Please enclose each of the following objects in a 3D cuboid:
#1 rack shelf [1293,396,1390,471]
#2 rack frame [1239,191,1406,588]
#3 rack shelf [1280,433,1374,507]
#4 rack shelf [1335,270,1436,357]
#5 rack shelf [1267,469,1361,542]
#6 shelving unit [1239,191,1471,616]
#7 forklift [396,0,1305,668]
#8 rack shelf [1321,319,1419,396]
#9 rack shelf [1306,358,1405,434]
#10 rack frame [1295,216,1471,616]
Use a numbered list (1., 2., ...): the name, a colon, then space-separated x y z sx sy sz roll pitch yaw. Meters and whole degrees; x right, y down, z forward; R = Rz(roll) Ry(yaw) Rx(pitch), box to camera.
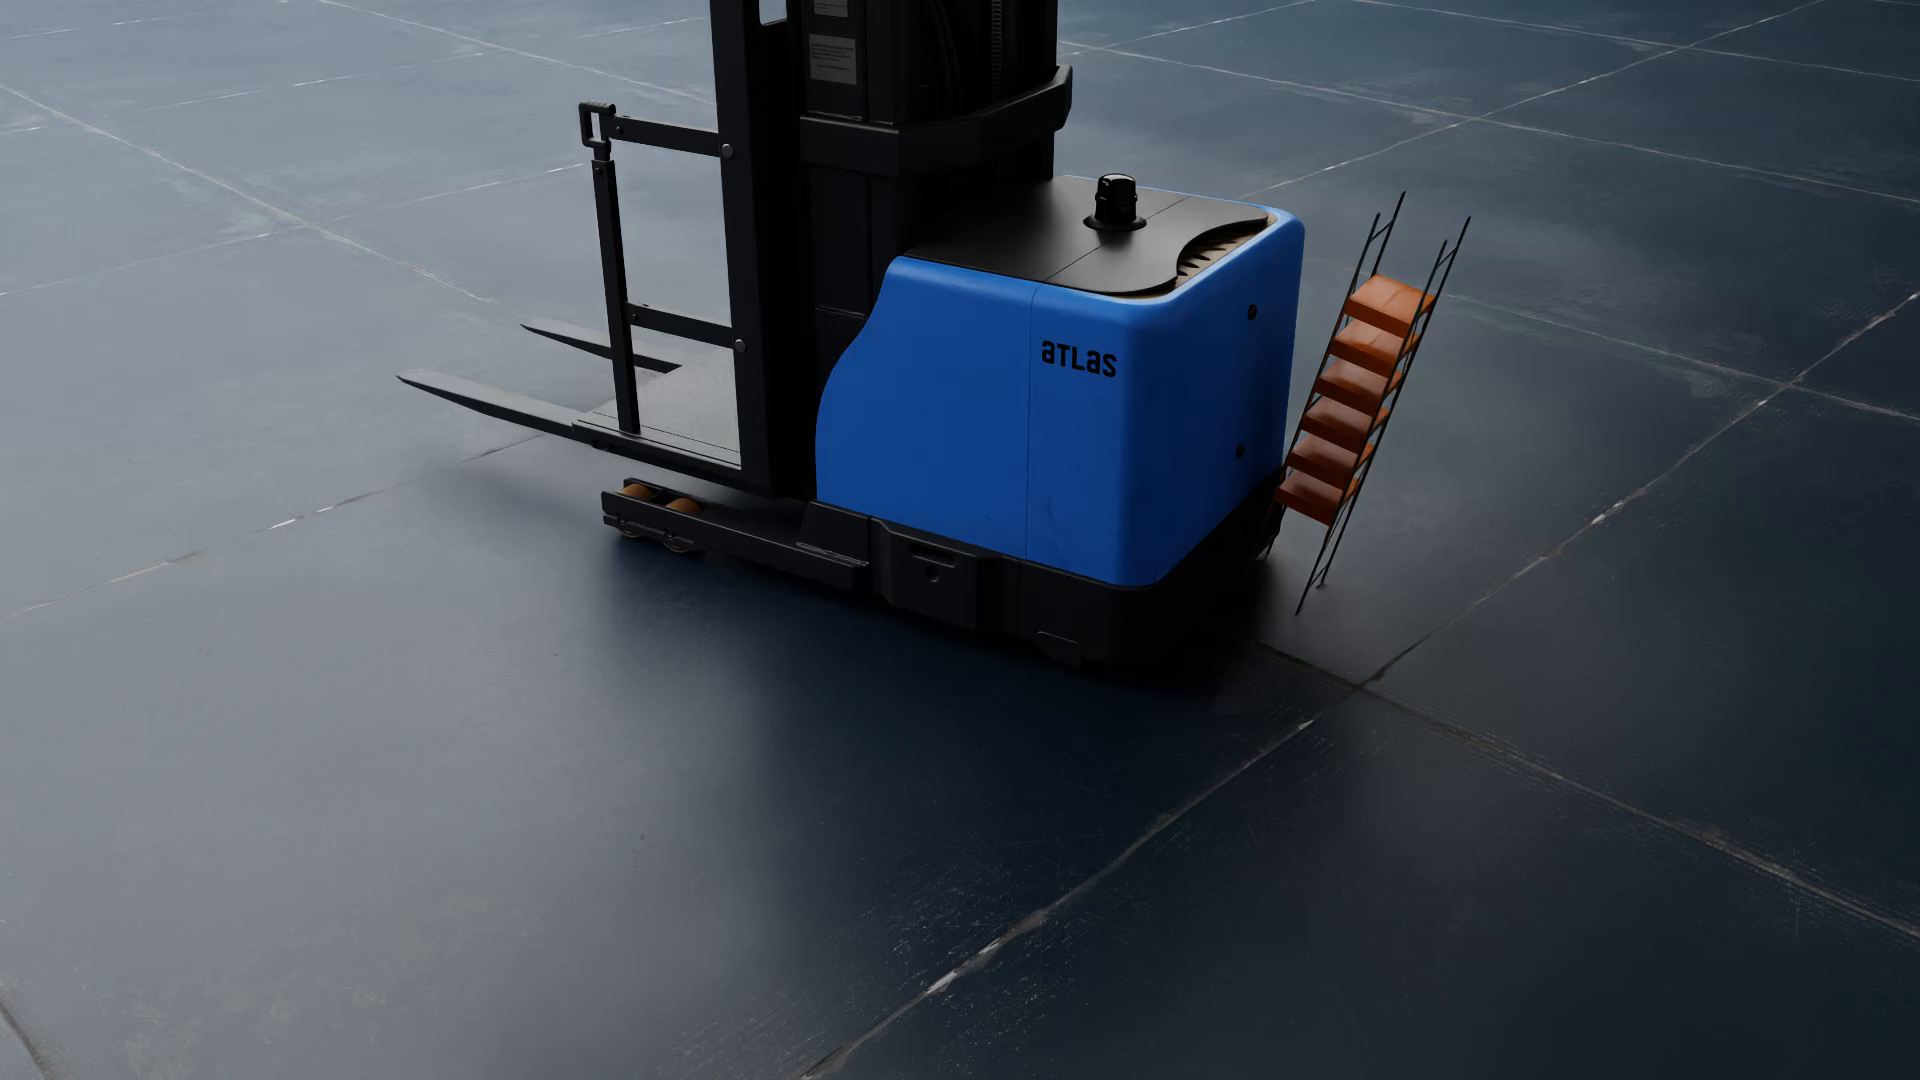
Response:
1. rack shelf: 1.069 -0.317 4.644 0.180 0.103 0.258 27 36 19
2. rack frame: 1.001 -0.393 4.649 0.006 1.200 0.240 27 36 19
3. rack shelf: 1.045 -0.221 4.711 0.180 0.103 0.258 27 36 19
4. rack shelf: 1.141 -0.608 4.444 0.180 0.103 0.258 27 36 19
5. rack shelf: 1.021 -0.124 4.777 0.180 0.103 0.258 27 36 19
6. shelving unit: 1.078 -0.353 4.619 0.189 1.200 0.258 27 36 19
7. forklift: -0.532 -1.449 4.856 3.031 2.935 1.130 16 32 28
8. rack shelf: 1.117 -0.511 4.511 0.180 0.103 0.258 27 36 19
9. rack shelf: 1.093 -0.414 4.578 0.180 0.103 0.258 27 36 19
10. rack frame: 1.155 -0.314 4.590 0.006 1.200 0.240 27 36 19
